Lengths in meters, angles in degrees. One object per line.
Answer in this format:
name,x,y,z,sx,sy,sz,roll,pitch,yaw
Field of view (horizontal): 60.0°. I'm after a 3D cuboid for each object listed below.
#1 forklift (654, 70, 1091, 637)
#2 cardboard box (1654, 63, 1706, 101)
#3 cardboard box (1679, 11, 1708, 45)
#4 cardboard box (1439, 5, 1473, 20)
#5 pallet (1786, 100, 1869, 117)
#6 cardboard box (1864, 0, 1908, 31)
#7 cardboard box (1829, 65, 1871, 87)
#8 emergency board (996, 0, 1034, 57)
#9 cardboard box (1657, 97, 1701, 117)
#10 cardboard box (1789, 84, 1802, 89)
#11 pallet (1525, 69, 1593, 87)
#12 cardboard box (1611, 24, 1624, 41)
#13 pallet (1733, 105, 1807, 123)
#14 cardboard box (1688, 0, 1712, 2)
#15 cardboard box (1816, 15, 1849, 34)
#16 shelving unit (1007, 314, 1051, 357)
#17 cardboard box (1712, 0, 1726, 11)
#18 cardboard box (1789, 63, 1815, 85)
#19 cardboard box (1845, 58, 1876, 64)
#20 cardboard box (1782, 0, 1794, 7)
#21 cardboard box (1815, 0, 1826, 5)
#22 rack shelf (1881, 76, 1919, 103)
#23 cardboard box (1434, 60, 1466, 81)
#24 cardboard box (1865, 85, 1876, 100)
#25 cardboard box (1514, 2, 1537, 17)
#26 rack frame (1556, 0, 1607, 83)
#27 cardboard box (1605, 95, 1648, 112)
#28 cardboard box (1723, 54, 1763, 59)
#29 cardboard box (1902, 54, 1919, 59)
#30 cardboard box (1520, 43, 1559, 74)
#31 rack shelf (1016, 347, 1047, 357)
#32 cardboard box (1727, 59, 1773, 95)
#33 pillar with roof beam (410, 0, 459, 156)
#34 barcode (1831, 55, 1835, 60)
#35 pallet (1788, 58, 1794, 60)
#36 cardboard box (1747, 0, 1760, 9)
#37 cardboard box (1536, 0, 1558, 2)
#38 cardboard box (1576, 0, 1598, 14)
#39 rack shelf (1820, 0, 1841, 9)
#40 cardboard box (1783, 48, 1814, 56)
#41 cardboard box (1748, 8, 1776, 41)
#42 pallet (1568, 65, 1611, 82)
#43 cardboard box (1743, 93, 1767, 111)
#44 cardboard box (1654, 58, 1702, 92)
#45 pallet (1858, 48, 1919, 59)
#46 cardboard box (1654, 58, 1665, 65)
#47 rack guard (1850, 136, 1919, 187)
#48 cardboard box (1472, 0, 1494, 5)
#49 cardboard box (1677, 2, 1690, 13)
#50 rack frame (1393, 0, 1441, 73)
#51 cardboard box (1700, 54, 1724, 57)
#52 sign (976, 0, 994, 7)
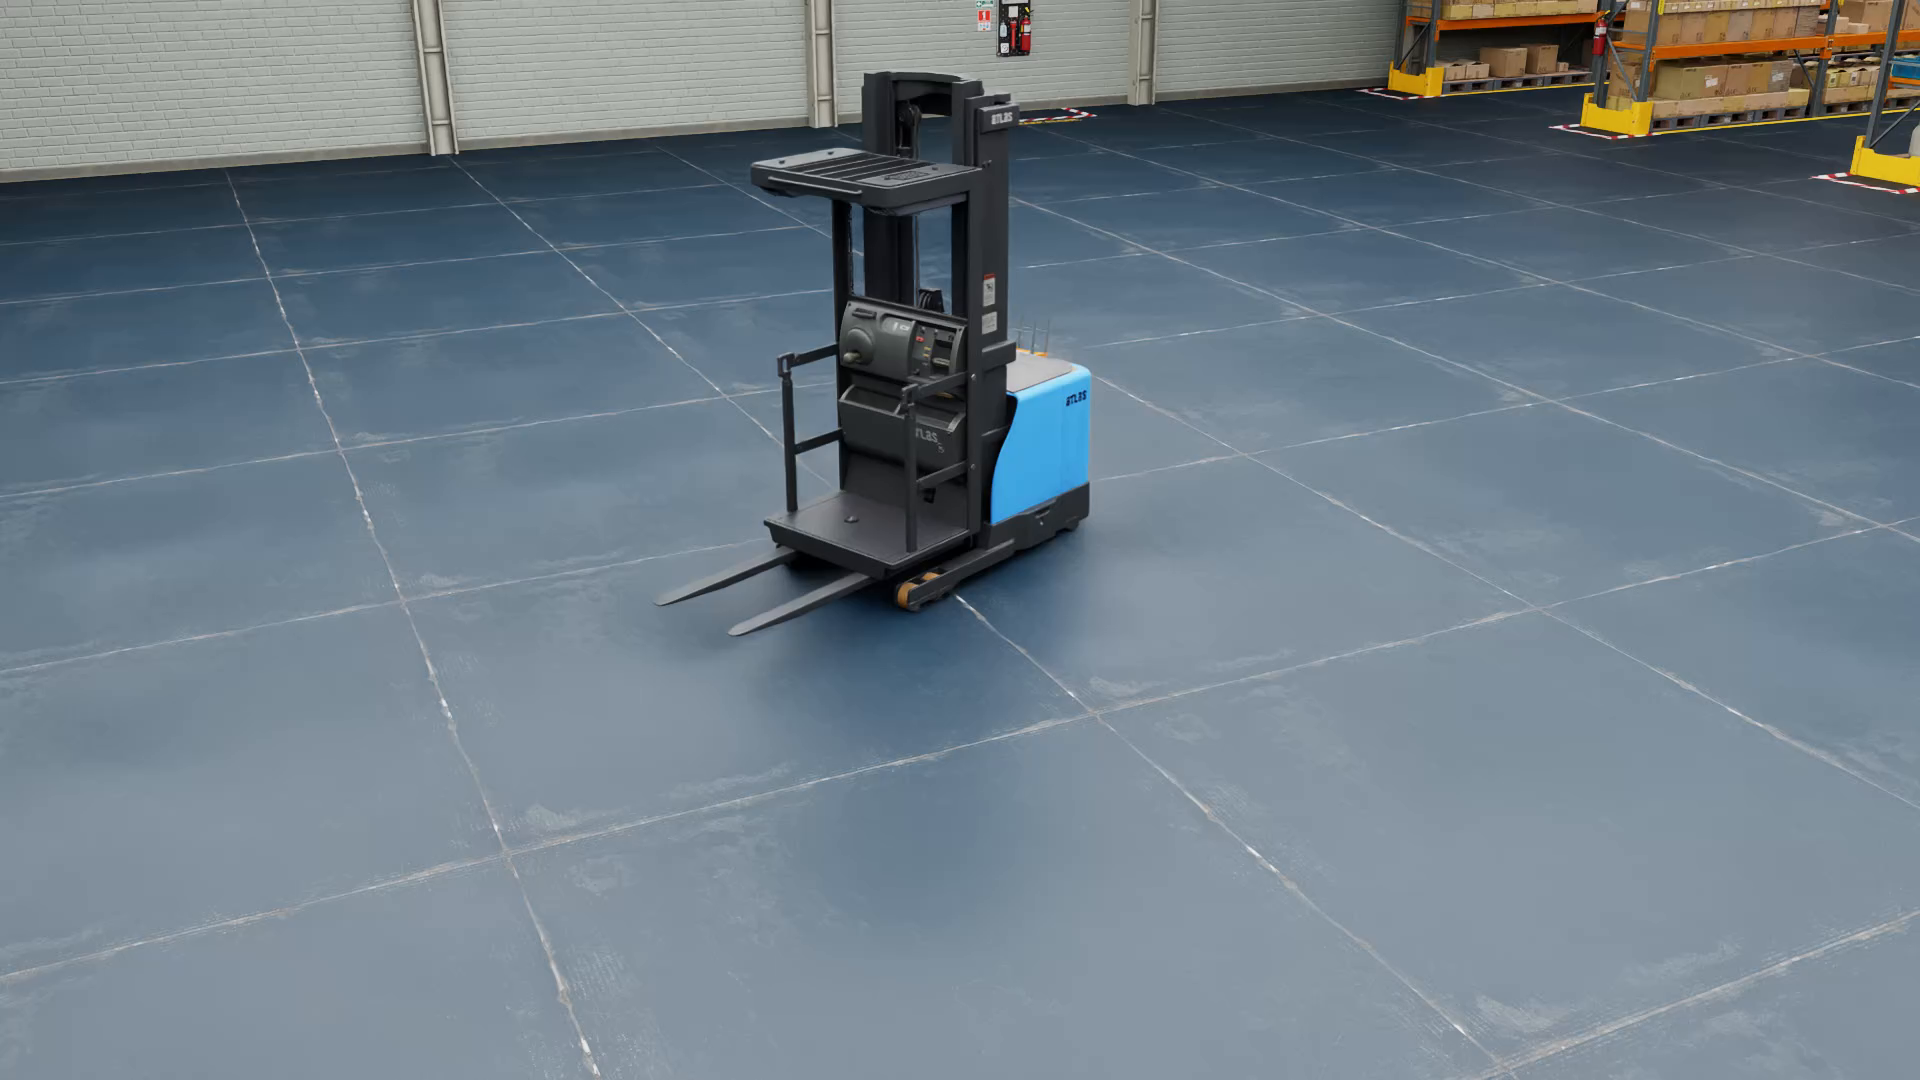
forklift,-0.485,-1.155,9.708,1.130,2.935,3.031,18,29,37
cardboard box,11.521,-7.328,26.597,0.500,0.500,0.500,-10,25,-24
cardboard box,11.389,-8.170,26.435,0.500,0.500,0.700,-10,24,-22
cardboard box,8.917,-9.580,30.142,0.500,0.250,0.500,-11,25,-25
pallet,14.743,-7.473,28.527,1.213,0.211,1.003,-10,25,-24
cardboard box,15.721,-8.964,28.353,0.500,0.500,0.500,-10,25,-24
cardboard box,15.029,-7.872,28.158,0.500,0.311,0.500,-11,25,-24
emergency board,0.946,-8.691,27.823,0.643,1.169,0.194,-10,25,-24
cardboard box,11.520,-6.982,26.741,0.500,0.250,0.500,-10,25,-24
cardboard box,14.344,-7.718,28.519,0.500,0.250,0.500,-11,25,-24
pallet,11.354,-8.920,32.023,1.213,0.211,1.003,-10,25,-24
cardboard box,12.995,-9.929,32.527,0.500,0.250,0.500,-11,25,-25
pallet,13.361,-7.220,27.915,1.213,0.211,1.003,-10,25,-24
cardboard box,11.437,-8.779,26.208,0.500,0.500,0.700,-11,25,-25
cardboard box,14.520,-8.653,27.928,0.500,0.250,0.500,-9,24,-20
shelving unit,0.408,-0.936,11.422,0.258,1.200,0.189,15,17,31
cardboard box,11.868,-8.471,26.313,0.250,0.149,0.380,-11,25,-25
cardboard box,14.336,-7.974,28.405,0.500,0.311,0.500,-10,25,-24
cardboard box,15.707,-8.227,29.015,0.500,0.311,0.500,-11,25,-24
cardboard box,13.249,-8.724,26.925,0.250,0.149,0.380,-10,25,-24
cardboard box,13.944,-8.852,27.235,0.250,0.149,0.380,-10,25,-24
rack shelf,14.439,-6.254,22.876,4.000,0.370,1.077,-10,25,-24
cardboard box,9.002,-8.713,30.818,0.500,0.311,0.500,-14,26,-30
cardboard box,15.493,-7.702,28.480,0.500,0.250,0.500,-11,25,-25
cardboard box,10.297,-9.837,30.761,0.500,0.250,0.500,-10,25,-23
rack frame,11.944,-10.332,31.788,0.127,3.000,1.000,-10,25,-24
cardboard box,10.847,-7.076,26.969,0.500,0.250,0.500,-10,25,-24
cardboard box,13.095,-7.841,27.836,0.500,0.500,0.500,-10,25,-24
cardboard box,17.101,-8.486,29.642,0.500,0.311,0.500,-10,24,-22
cardboard box,11.026,-9.194,31.733,0.500,0.500,0.500,-12,26,-28
rack shelf,0.439,-1.241,11.344,0.258,0.103,0.180,15,17,31
cardboard box,12.868,-7.580,27.206,0.500,0.500,0.500,-10,25,-24
pillar with roof beam,-5.757,-8.385,19.242,0.400,9.000,9.100,-10,25,-24
barcode,14.506,-8.016,27.632,0.075,0.075,0.001,-10,25,-24
pallet,16.291,-9.812,34.178,1.213,0.211,1.003,-10,25,-24
cardboard box,12.561,-8.597,26.619,0.250,0.149,0.380,-10,24,-22
cardboard box,10.746,-10.269,30.825,0.500,0.500,0.500,-11,25,-25
cardboard box,11.649,-10.089,31.371,0.500,0.250,0.500,-10,25,-23
rack shelf,17.350,-10.995,34.330,4.000,0.370,1.077,-10,25,-24
cardboard box,17.060,-10.416,34.253,0.750,0.750,0.750,-11,25,-24
cardboard box,12.772,-8.424,27.049,0.500,0.500,0.700,-10,25,-23
pallet,12.645,-9.173,32.635,1.213,0.211,1.003,-10,25,-24
cardboard box,12.874,-7.229,27.339,0.500,0.250,0.500,-10,25,-24
cardboard box,11.740,-7.595,27.241,0.500,0.500,0.500,-10,25,-24
pallet,19.872,-10.470,35.767,1.213,0.211,1.003,-10,25,-24
cardboard box,13.521,-9.682,32.911,0.500,0.500,0.700,-10,25,-23
rack guard,12.684,-5.128,22.485,0.348,0.500,1.175,-10,25,-24
cardboard box,9.350,-10.009,30.198,0.500,0.500,0.500,-10,25,-23
cardboard box,11.175,-8.344,26.006,0.250,0.149,0.380,-11,25,-25
rack frame,8.340,-9.669,30.185,0.127,3.000,1.000,-10,25,-24
cardboard box,14.922,-9.906,33.453,0.500,0.500,0.700,-10,25,-23
sign,0.411,-8.894,27.574,0.331,0.109,0.001,-10,25,-24
